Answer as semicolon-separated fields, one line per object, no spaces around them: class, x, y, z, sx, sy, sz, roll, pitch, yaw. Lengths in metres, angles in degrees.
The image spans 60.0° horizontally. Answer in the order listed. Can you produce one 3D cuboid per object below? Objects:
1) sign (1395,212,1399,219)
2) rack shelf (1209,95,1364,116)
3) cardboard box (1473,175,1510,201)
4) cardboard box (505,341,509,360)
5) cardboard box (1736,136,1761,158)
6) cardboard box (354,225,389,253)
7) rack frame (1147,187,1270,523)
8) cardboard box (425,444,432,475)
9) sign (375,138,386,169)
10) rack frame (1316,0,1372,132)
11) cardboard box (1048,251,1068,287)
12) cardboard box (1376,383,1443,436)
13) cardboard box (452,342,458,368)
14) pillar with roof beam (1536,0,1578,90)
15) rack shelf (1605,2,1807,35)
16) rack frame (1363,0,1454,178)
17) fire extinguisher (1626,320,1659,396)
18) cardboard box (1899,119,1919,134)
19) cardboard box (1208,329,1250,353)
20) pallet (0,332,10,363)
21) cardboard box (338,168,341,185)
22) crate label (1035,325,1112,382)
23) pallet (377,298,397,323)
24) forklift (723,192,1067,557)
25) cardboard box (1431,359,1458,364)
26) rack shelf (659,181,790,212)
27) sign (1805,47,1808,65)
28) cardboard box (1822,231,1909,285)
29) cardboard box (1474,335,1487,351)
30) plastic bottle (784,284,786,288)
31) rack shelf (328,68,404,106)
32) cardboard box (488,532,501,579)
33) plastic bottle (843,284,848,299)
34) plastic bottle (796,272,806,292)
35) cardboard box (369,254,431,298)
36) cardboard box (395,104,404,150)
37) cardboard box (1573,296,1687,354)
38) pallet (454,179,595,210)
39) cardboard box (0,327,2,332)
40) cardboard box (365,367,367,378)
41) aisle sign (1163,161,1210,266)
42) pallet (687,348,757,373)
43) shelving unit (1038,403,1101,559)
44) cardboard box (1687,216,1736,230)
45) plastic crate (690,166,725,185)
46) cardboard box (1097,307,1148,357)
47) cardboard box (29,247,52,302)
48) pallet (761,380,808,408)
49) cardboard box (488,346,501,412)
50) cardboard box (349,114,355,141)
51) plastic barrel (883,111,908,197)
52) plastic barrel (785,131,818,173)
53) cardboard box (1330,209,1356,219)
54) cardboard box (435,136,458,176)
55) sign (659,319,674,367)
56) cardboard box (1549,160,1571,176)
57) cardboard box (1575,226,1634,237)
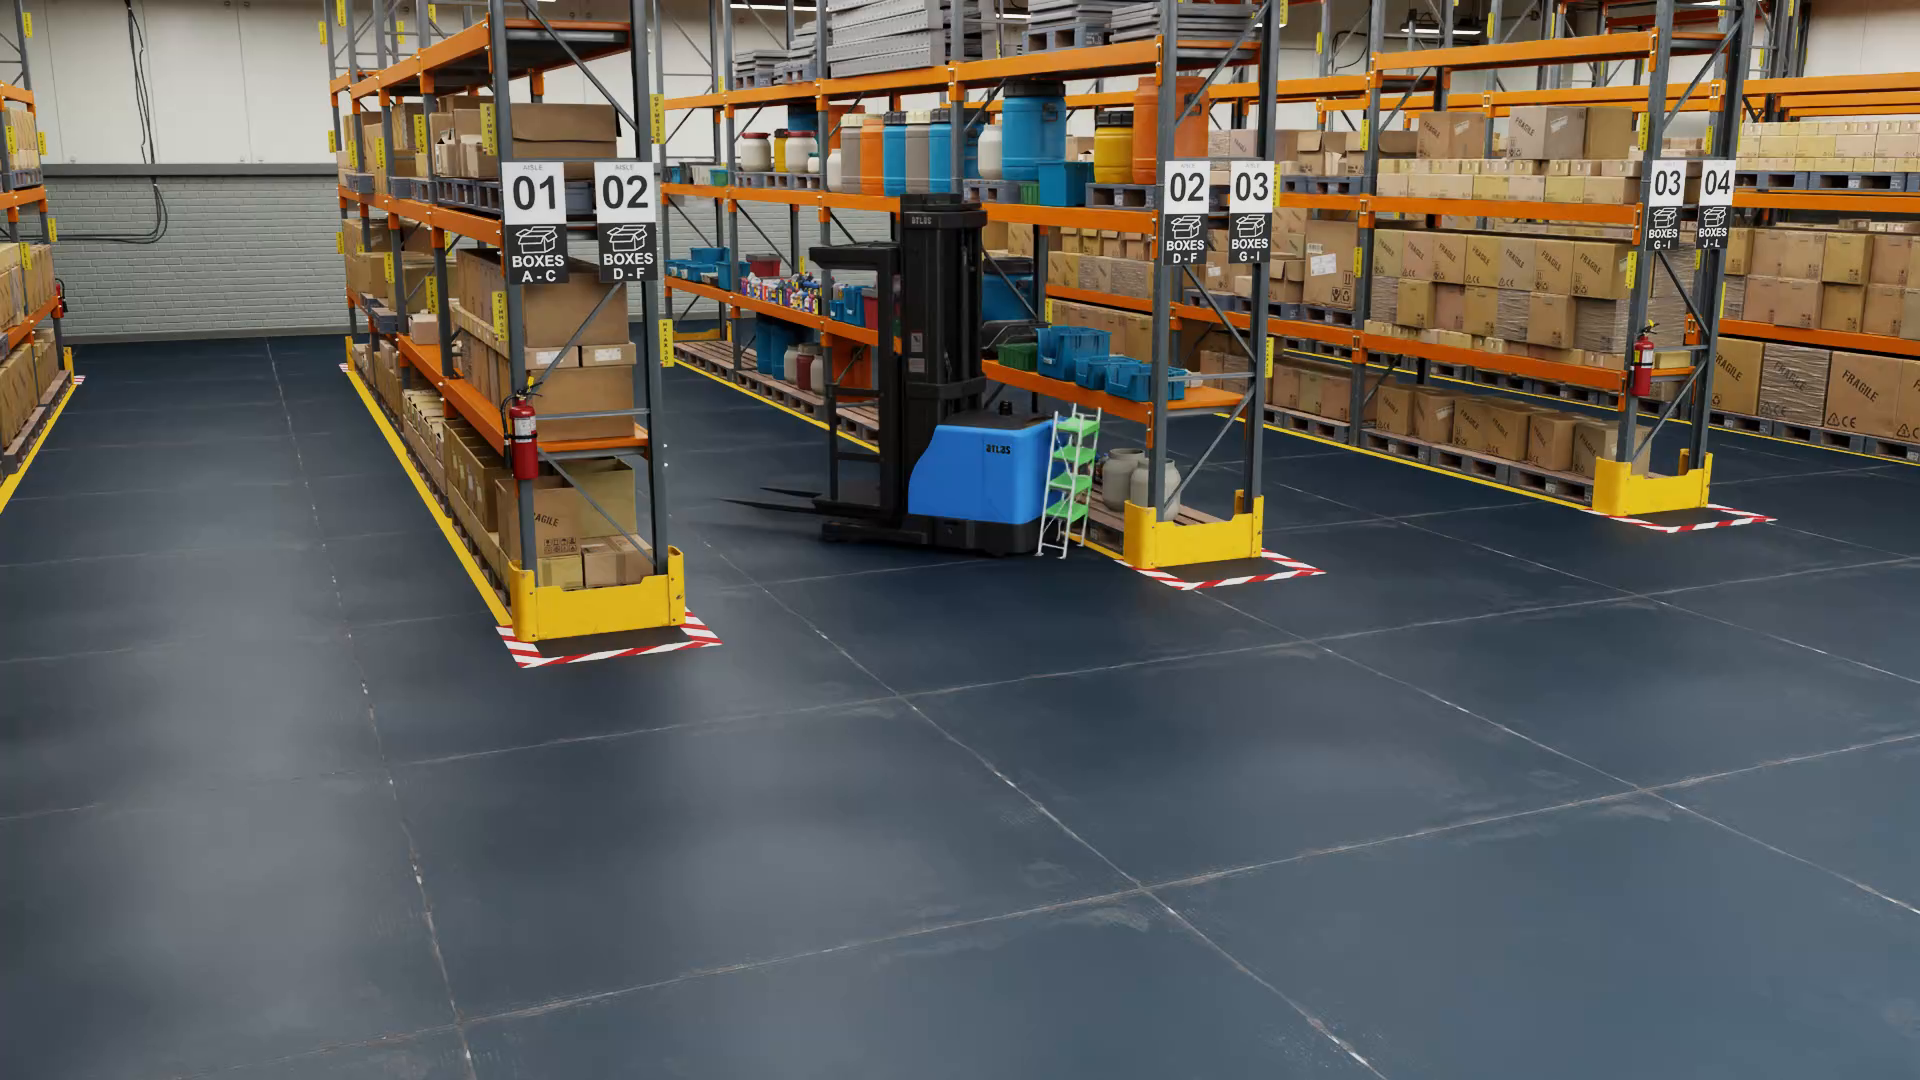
sign;8.692;-6.360;33.100;0.100;0.325;0.005;-6;14;-23
rack shelf;5.509;-7.638;29.016;1.077;0.370;4.000;-6;14;-23
cardboard box;5.500;-3.525;16.630;0.500;0.250;0.500;-6;14;-24
cardboard box;-3.083;-1.387;12.049;0.380;0.149;0.250;-6;14;-24
cardboard box;9.454;-4.661;19.725;0.500;0.250;0.500;-6;14;-23
cardboard box;-8.001;-4.055;22.800;0.500;0.500;0.500;-6;14;-24
rack frame;1.994;-1.300;13.335;1.000;3.000;0.127;-6;14;-23
cardboard box;-4.987;-0.815;16.404;0.500;0.250;0.500;-5;14;-22
sign;-6.249;-4.171;17.940;0.100;0.325;0.005;-6;14;-23
rack frame;6.310;-7.577;27.149;1.000;3.000;0.127;-6;14;-23
cardboard box;1.680;-4.158;25.460;0.500;0.500;0.500;-6;14;-23
cardboard box;5.053;-1.474;18.700;0.500;0.500;0.500;-6;14;-25
cardboard box;-4.669;-1.779;15.704;0.396;0.266;0.258;-6;14;-24
pillar with roof beam;9.551;-9.570;35.761;9.100;9.000;0.548;-6;14;-23
rack shelf;14.551;-10.176;32.603;1.077;0.370;4.000;-6;14;-23
rack frame;4.930;-5.497;18.162;1.000;3.000;0.127;-6;14;-23
fire extinguisher;6.156;-1.645;14.995;0.296;0.674;0.183;-6;14;-23
cardboard box;10.266;-4.404;17.729;0.380;0.149;0.250;-6;14;-23
cardboard box;3.623;-2.626;21.970;0.500;0.250;0.500;-5;14;-21
pallet;-9.905;-1.827;16.037;1.213;0.211;1.003;-6;14;-23
cardboard box;-8.983;-5.418;24.809;0.500;0.250;0.500;-6;14;-23
crate label;1.009;-1.673;14.868;0.502;0.435;0.616;-6;14;-23
pallet;-6.534;-2.814;20.302;1.003;0.211;1.213;-6;14;-23
forklift;-0.626;-1.495;14.331;3.031;2.935;1.130;6;14;25
cardboard box;7.409;-2.927;24.975;0.500;0.500;0.500;-6;14;-23
rack shelf;-3.614;-5.303;25.575;1.077;0.370;4.000;-6;14;-23
sign;15.858;-9.077;31.210;0.100;0.325;0.005;-6;14;-23
cardboard box;10.268;-3.185;18.751;0.875;0.550;0.500;-6;14;-23
cardboard box;5.495;-2.024;17.018;0.380;0.149;0.250;-6;14;-23
plastic bottle;-2.293;-3.249;22.012;0.061;0.283;0.133;-6;14;-23
rack shelf;-8.154;-6.317;23.307;1.077;0.370;4.000;-6;14;-23
cardboard box;-3.243;0.095;12.473;0.500;0.250;0.500;-6;14;-23
plastic bottle;-1.509;-3.258;22.051;0.061;0.283;0.133;-6;14;-23
plastic bottle;-2.203;-3.544;23.138;0.144;0.351;0.185;-6;14;-23
cardboard box;-7.035;-3.332;20.959;0.700;0.500;0.500;-3;13;-14
cardboard box;-6.124;-4.700;18.931;0.500;0.500;0.500;-6;14;-23
cardboard box;6.337;-2.057;15.725;0.875;0.500;0.500;-6;14;-23
pallet;-3.298;-2.673;12.809;1.003;0.211;1.213;-6;14;-23
cardboard box;-10.832;-2.350;18.385;0.380;0.149;0.250;-6;14;-23
cardboard box;-8.047;-2.322;23.098;0.380;0.149;0.250;-6;14;-23
aisle sign;1.750;-2.525;12.862;0.394;0.787;0.004;-6;14;-23
pallet;-3.636;-2.822;26.093;1.003;0.211;1.213;-6;14;-23
shelving unit;0.909;-0.496;13.797;0.258;1.200;0.503;12;16;19
cardboard box;11.961;-4.914;26.512;0.500;0.500;0.500;-6;14;-24
plastic crate;-3.811;-5.524;25.194;0.437;0.282;0.530;-6;14;-23
cardboard box;2.720;-2.899;24.024;1.225;0.875;0.875;-6;14;-23
cardboard box;-12.978;-3.603;22.621;0.980;0.700;0.700;-6;14;-23
pallet;-2.050;-2.005;22.566;1.003;0.211;1.213;-6;14;-23
cardboard box;-3.344;-1.319;13.196;0.700;0.500;0.500;-5;14;-21
cardboard box;-8.199;-5.735;23.407;0.700;0.500;0.500;-6;14;-23
plastic barrel;-0.535;-4.188;18.048;0.600;0.901;0.708;-6;14;-23
plastic barrel;-2.059;-5.038;21.599;0.433;0.535;0.433;0;13;0
cardboard box;6.353;-5.450;28.166;0.500;0.500;0.500;-5;14;-22
cardboard box;-3.972;-3.131;13.550;0.500;0.311;0.500;-6;15;-26
sign;-2.035;-1.363;11.510;0.100;0.325;0.005;-6;14;-23
cardboard box;5.806;-3.520;15.722;0.380;0.149;0.250;-6;14;-23
cardboard box;8.699;-3.954;22.362;0.700;0.500;0.500;-6;14;-24
